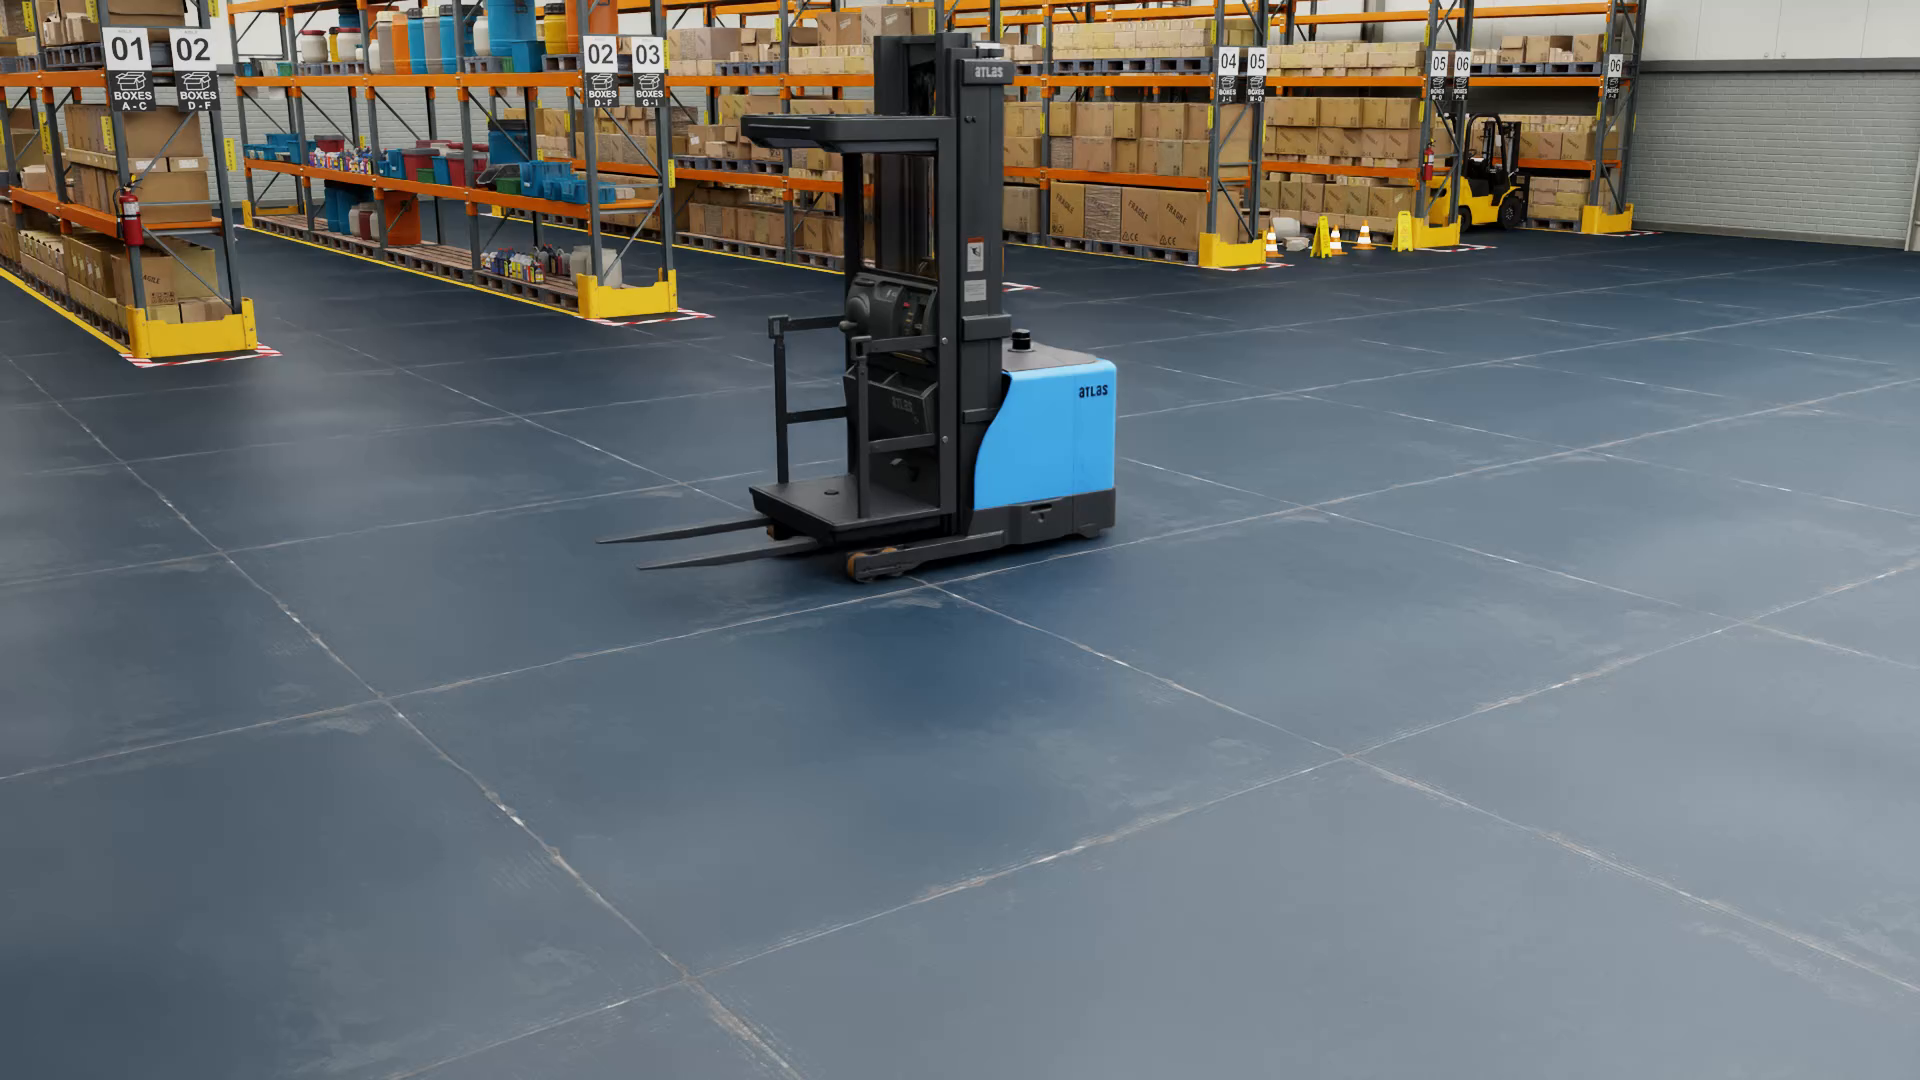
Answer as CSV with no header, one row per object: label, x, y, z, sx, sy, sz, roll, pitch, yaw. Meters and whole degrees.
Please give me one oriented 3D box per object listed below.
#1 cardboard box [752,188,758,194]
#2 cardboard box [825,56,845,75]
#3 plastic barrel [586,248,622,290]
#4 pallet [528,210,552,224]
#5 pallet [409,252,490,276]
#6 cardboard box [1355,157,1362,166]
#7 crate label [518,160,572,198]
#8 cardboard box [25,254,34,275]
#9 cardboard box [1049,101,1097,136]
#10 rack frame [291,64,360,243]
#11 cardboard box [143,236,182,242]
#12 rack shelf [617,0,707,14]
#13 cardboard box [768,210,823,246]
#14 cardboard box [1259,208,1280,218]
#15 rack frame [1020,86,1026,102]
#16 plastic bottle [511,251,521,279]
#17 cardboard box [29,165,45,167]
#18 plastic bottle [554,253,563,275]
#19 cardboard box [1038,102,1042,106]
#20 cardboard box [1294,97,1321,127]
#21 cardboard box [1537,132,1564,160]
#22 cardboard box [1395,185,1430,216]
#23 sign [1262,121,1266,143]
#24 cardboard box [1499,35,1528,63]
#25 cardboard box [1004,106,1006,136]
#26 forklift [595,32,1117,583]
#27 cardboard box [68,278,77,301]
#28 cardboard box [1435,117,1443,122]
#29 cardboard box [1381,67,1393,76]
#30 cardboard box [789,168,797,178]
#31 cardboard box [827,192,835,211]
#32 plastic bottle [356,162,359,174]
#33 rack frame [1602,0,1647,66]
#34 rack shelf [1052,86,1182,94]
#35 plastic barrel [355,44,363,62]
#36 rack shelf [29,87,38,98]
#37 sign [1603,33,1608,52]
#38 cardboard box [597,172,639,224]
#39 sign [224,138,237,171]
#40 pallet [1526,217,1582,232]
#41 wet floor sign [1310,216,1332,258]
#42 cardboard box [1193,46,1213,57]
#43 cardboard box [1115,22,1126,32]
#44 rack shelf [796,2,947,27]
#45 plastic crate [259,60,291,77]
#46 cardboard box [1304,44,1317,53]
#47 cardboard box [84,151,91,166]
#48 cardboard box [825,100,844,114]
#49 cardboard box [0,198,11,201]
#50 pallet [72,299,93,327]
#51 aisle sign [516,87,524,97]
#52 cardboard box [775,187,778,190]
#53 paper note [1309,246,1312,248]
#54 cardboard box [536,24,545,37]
cardboard box,-4.320,-7.651,36.390,0.380,0.149,0.250,-10,18,-32
cardboard box,-1.599,-6.811,23.880,0.500,0.250,0.500,-12,19,-37
plastic barrel,-4.359,-3.300,20.369,0.421,0.512,0.421,0,15,0
pallet,-8.065,-6.590,33.755,1.003,0.211,1.213,-11,19,-35
pallet,-7.476,-4.101,24.658,1.003,0.211,1.213,-11,19,-35
cardboard box,7.135,-6.623,29.069,0.380,0.149,0.250,-11,19,-34
crate label,-5.211,-4.537,20.904,0.502,0.435,0.616,-11,19,-35
cardboard box,-12.256,-3.721,22.402,0.500,0.250,0.500,-12,19,-36
cardboard box,2.005,-7.049,27.820,0.875,0.550,0.550,-11,19,-35
rack frame,-10.966,-6.731,28.988,1.000,3.000,0.127,-11,19,-35
cardboard box,-9.240,-3.213,19.127,0.500,0.500,0.500,-11,19,-35
rack shelf,-5.783,-9.427,29.593,1.077,0.370,4.000,-11,19,-35
cardboard box,-2.599,-4.933,26.319,0.700,0.500,0.500,-13,20,-39
cardboard box,5.889,-6.039,30.870,0.500,0.250,0.500,-12,19,-37
rack frame,1.057,-9.038,37.417,1.000,3.000,0.127,-11,19,-35
plastic bottle,-5.762,-3.590,21.694,0.144,0.351,0.185,-11,19,-35
cardboard box,-12.444,-4.982,22.764,0.500,0.311,0.500,-10,18,-31
plastic bottle,-5.341,-3.670,22.117,0.061,0.283,0.133,-11,19,-35
cardboard box,2.006,-9.109,35.592,0.500,0.500,0.500,-11,19,-35
cardboard box,6.400,-7.653,29.707,0.700,0.500,0.500,-11,19,-36
cardboard box,11.326,-7.472,31.505,0.500,0.500,0.500,-10,18,-33
cardboard box,7.847,-5.934,29.068,0.500,0.500,0.500,-12,19,-36
sign,4.620,-6.227,25.354,0.100,0.325,0.005,-11,19,-35
cardboard box,10.833,-9.416,31.936,0.797,0.503,0.637,-10,18,-33
cardboard box,0.918,-7.393,29.323,0.700,0.500,0.500,-11,19,-34
forklift,-0.571,-1.336,9.403,3.031,2.935,1.130,-9,18,-31
cardboard box,-10.243,-2.985,19.714,0.500,0.250,0.500,-11,19,-35
cardboard box,9.721,-8.492,33.439,0.380,0.149,0.250,-10,18,-33
cardboard box,7.375,-7.944,28.214,0.380,0.149,0.250,-10,18,-33
cardboard box,-2.372,-5.578,25.250,0.380,0.149,0.250,-11,19,-35
cardboard box,-2.355,-6.934,33.667,0.500,0.500,0.500,-10,18,-32
plastic bottle,-9.557,-5.941,26.476,0.097,0.201,0.097,0,15,0
rack frame,12.125,-10.141,30.081,1.000,3.000,0.127,-11,19,-35
rack shelf,3.894,-11.337,41.494,1.077,0.370,4.000,-11,19,-35
plastic barrel,-9.363,-7.666,26.188,0.301,0.262,0.301,0,15,0
rack shelf,-13.799,-6.636,24.321,1.077,0.370,4.000,-11,19,-35
sign,11.678,-9.002,30.074,0.100,0.325,0.005,-11,19,-35
cardboard box,-6.041,-6.354,30.838,1.225,0.875,0.875,-12,19,-36
sign,-7.466,-3.942,17.005,0.100,0.325,0.005,-11,19,-35
pallet,11.642,-6.059,31.814,1.003,0.211,1.213,-11,19,-35
wet floor sign,5.786,-4.852,26.580,0.232,0.644,0.267,14,21,42
cardboard box,3.698,-7.281,24.805,0.380,0.149,0.250,-11,19,-35
cardboard box,2.650,-8.046,26.089,0.380,0.149,0.250,-11,19,-35
rack shelf,-1.712,-10.175,32.327,1.077,0.370,4.000,-11,19,-35
plastic crate,-12.264,-8.454,29.824,0.437,0.282,0.530,-11,19,-35
cardboard box,6.326,-8.708,29.494,0.380,0.149,0.250,-12,19,-36
cardboard box,-9.508,-4.254,18.519,0.380,0.149,0.250,-12,19,-36
cardboard box,-1.608,-6.117,24.096,0.500,0.500,0.500,-11,19,-35
cardboard box,-16.807,-5.746,29.290,0.500,0.500,0.500,-11,19,-35
pallet,-9.837,-2.734,19.664,1.003,0.211,1.213,-11,19,-35
aisle sign,-9.111,-9.670,34.801,0.394,0.787,0.004,-11,19,-35
cardboard box,-3.732,-7.566,35.517,0.380,0.149,0.250,-10,18,-33
paper note,5.946,-4.937,28.056,0.142,0.019,0.148,10,18,33
cardboard box,-8.132,-10.029,32.759,0.500,0.250,0.500,-12,19,-36
